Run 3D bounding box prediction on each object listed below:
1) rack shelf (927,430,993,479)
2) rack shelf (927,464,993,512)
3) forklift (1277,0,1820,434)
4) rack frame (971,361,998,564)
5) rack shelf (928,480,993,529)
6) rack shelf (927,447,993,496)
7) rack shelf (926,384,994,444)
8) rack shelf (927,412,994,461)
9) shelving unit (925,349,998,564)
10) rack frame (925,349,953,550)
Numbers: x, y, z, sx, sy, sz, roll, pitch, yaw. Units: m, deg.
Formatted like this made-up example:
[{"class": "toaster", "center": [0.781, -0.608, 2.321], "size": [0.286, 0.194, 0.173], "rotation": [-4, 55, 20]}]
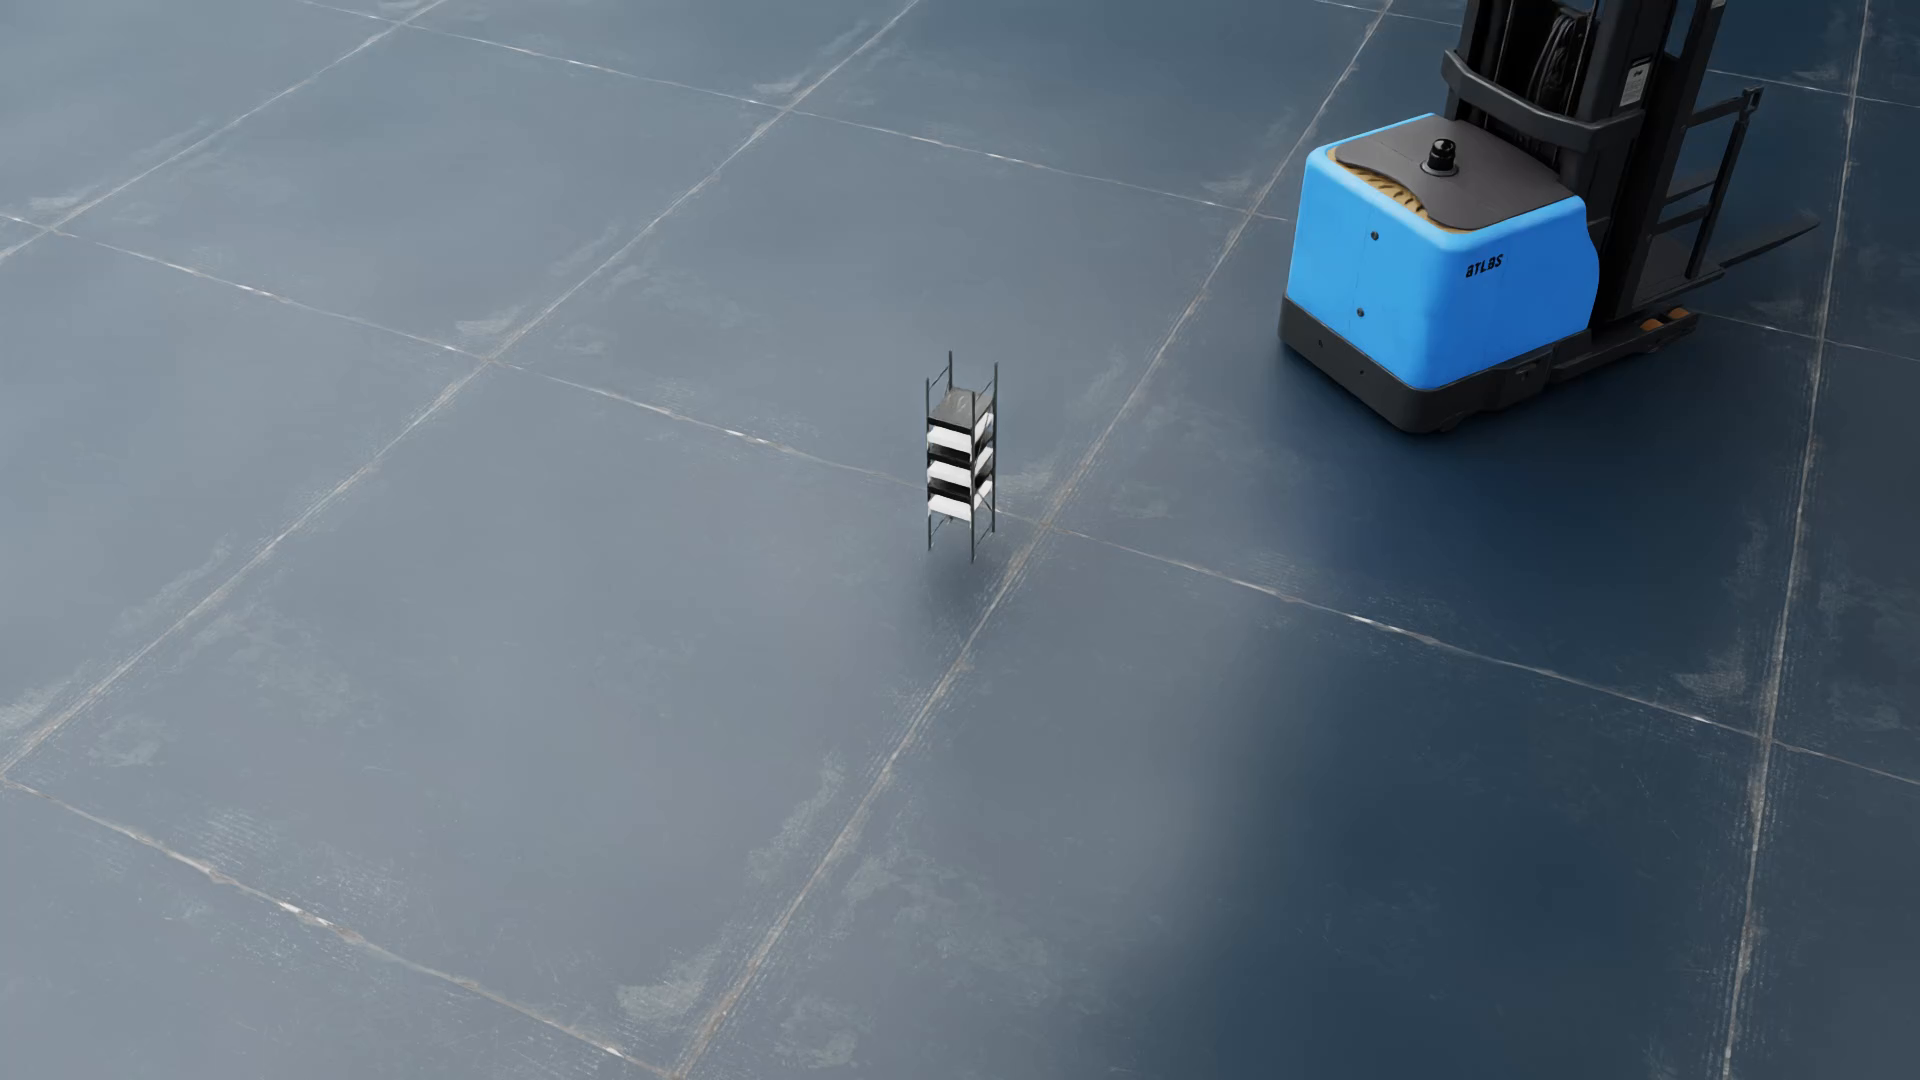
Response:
[{"class": "rack shelf", "center": [0.007, -0.381, 6.916], "size": [0.200, 0.077, 0.258], "rotation": [17, 44, 19]}, {"class": "rack shelf", "center": [0.007, -0.245, 7.033], "size": [0.200, 0.077, 0.258], "rotation": [17, 44, 19]}, {"class": "forklift", "center": [3.122, -2.322, 7.691], "size": [3.031, 2.935, 1.130], "rotation": [-21, 45, -23]}, {"class": "rack frame", "center": [0.099, -0.310, 6.920], "size": [0.006, 0.900, 0.240], "rotation": [17, 44, 19]}, {"class": "rack shelf", "center": [0.007, -0.177, 7.092], "size": [0.200, 0.077, 0.258], "rotation": [17, 44, 19]}, {"class": "rack shelf", "center": [0.007, -0.313, 6.974], "size": [0.200, 0.077, 0.258], "rotation": [17, 44, 19]}, {"class": "rack shelf", "center": [0.007, -0.517, 6.798], "size": [0.200, 0.077, 0.258], "rotation": [17, 44, 19]}, {"class": "rack shelf", "center": [0.007, -0.449, 6.857], "size": [0.200, 0.077, 0.258], "rotation": [17, 44, 19]}, {"class": "shelving unit", "center": [0.007, -0.338, 6.953], "size": [0.210, 0.900, 0.258], "rotation": [17, 44, 19]}, {"class": "rack frame", "center": [-0.085, -0.366, 6.985], "size": [0.006, 0.900, 0.240], "rotation": [17, 44, 19]}]
